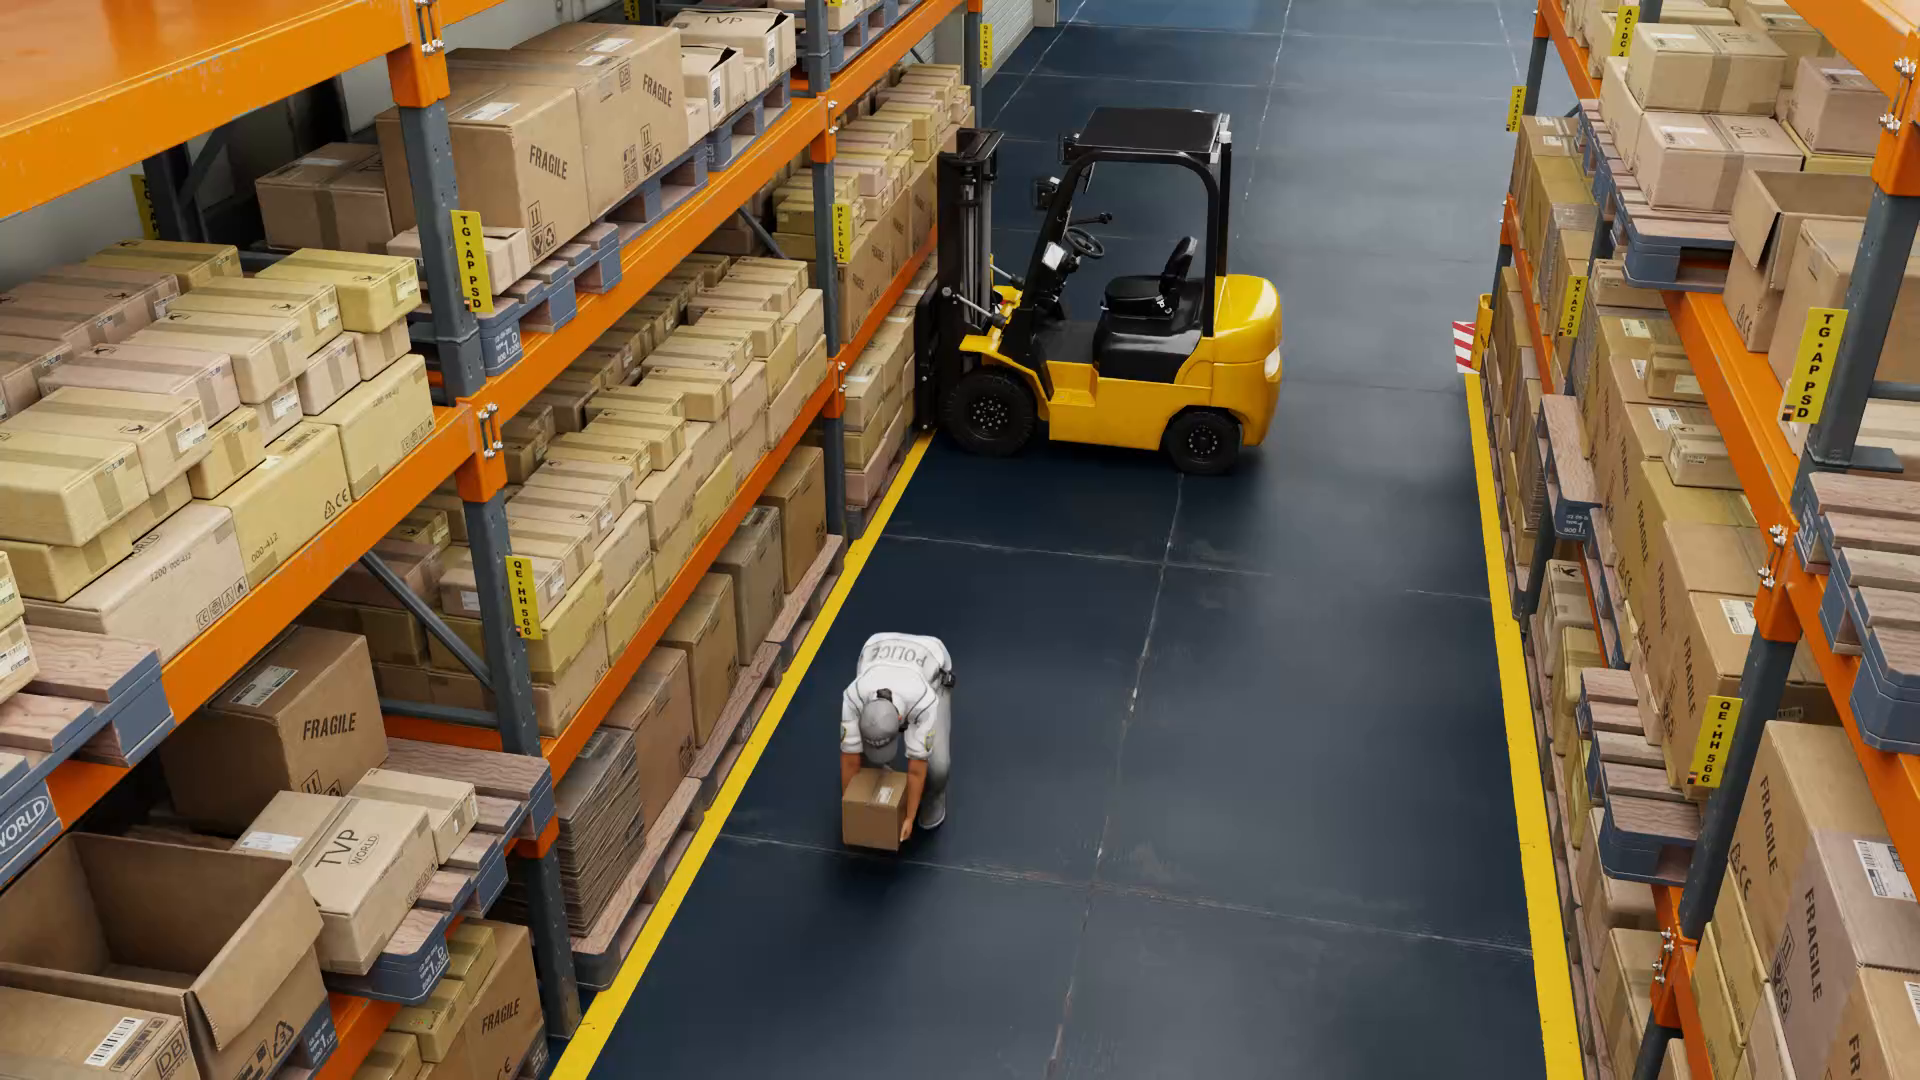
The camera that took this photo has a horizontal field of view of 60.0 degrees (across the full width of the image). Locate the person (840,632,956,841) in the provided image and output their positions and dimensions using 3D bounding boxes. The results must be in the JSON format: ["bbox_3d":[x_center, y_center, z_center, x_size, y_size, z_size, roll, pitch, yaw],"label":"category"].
[{"bbox_3d":[-0.298,0.939,7.641,0.521,0.966,0.935,5,29,9],"label":"person"}]
